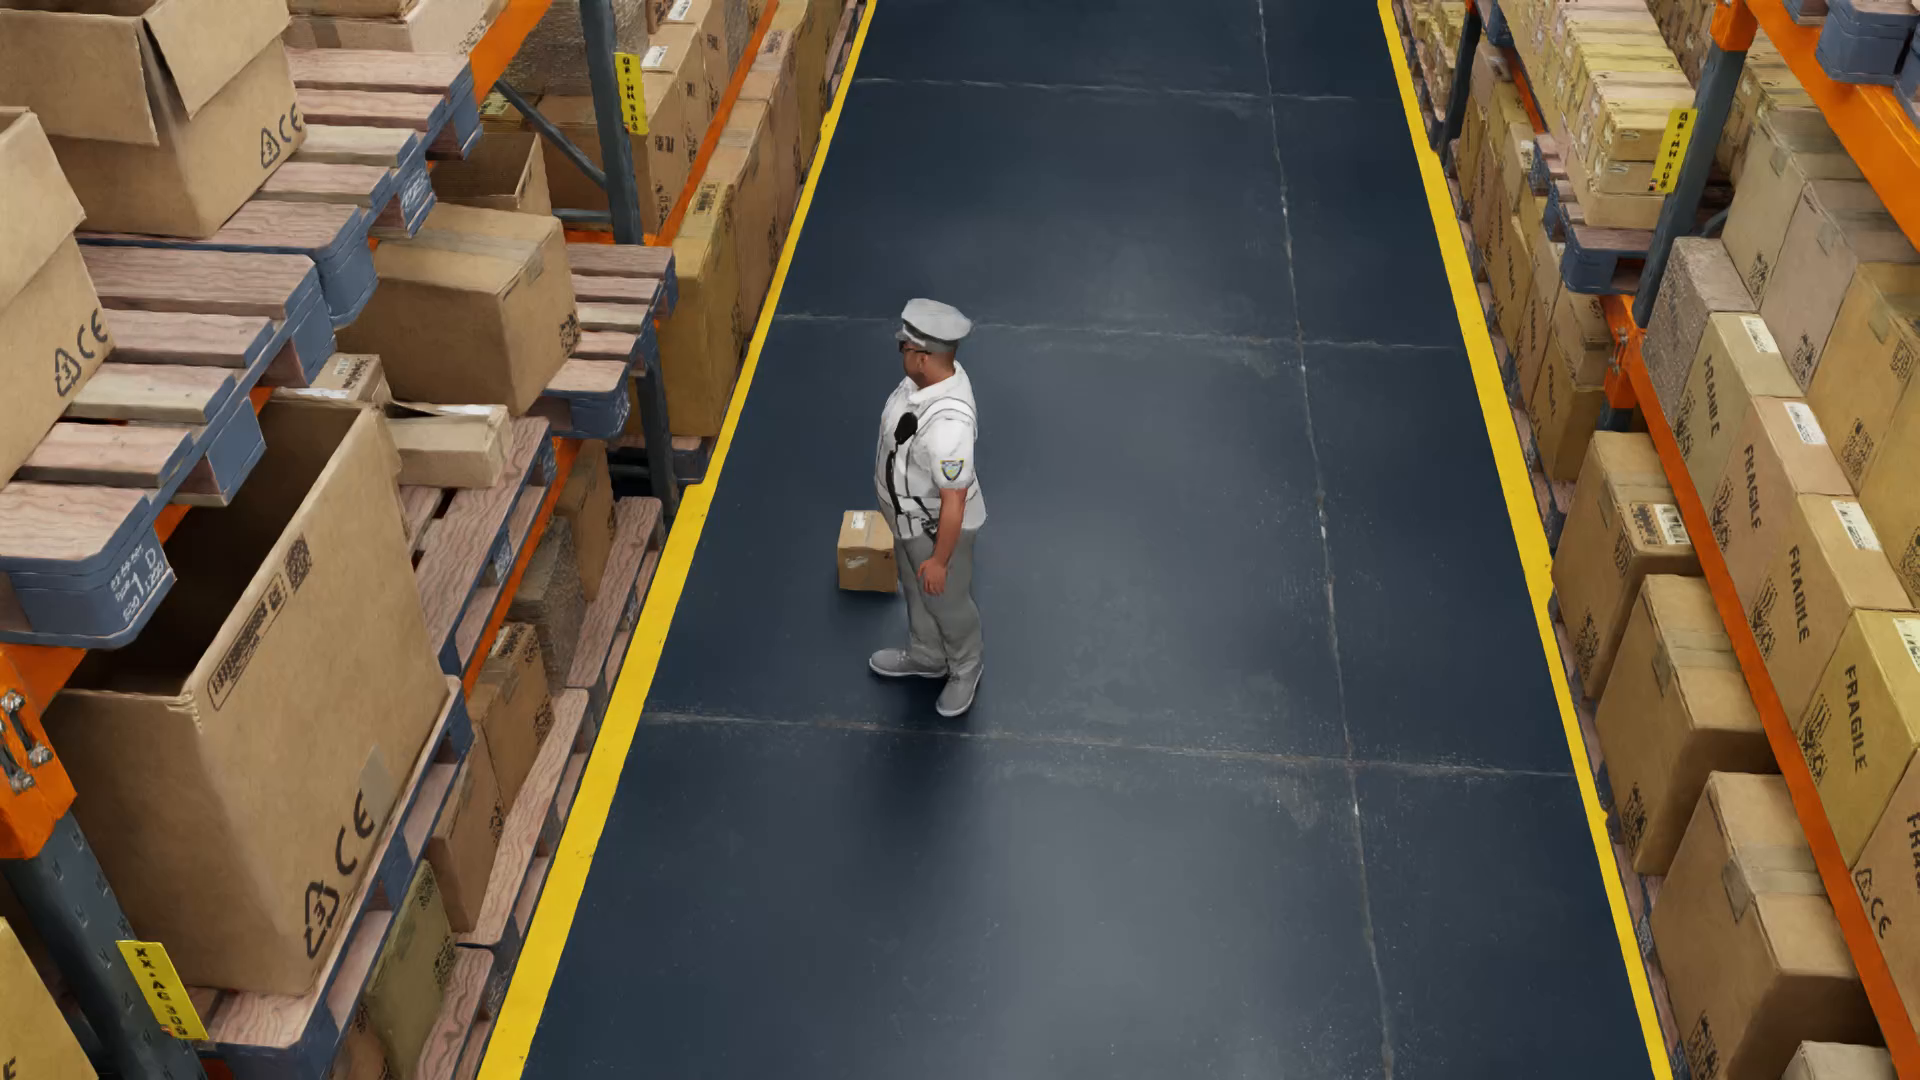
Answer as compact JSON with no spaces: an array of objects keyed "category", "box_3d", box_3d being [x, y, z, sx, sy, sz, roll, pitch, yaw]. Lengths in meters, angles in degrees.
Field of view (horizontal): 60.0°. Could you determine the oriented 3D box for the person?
[{"category":"person","box_3d":[-0.117,-0.084,6.226,0.441,1.765,0.580,-9,41,-11]}]
